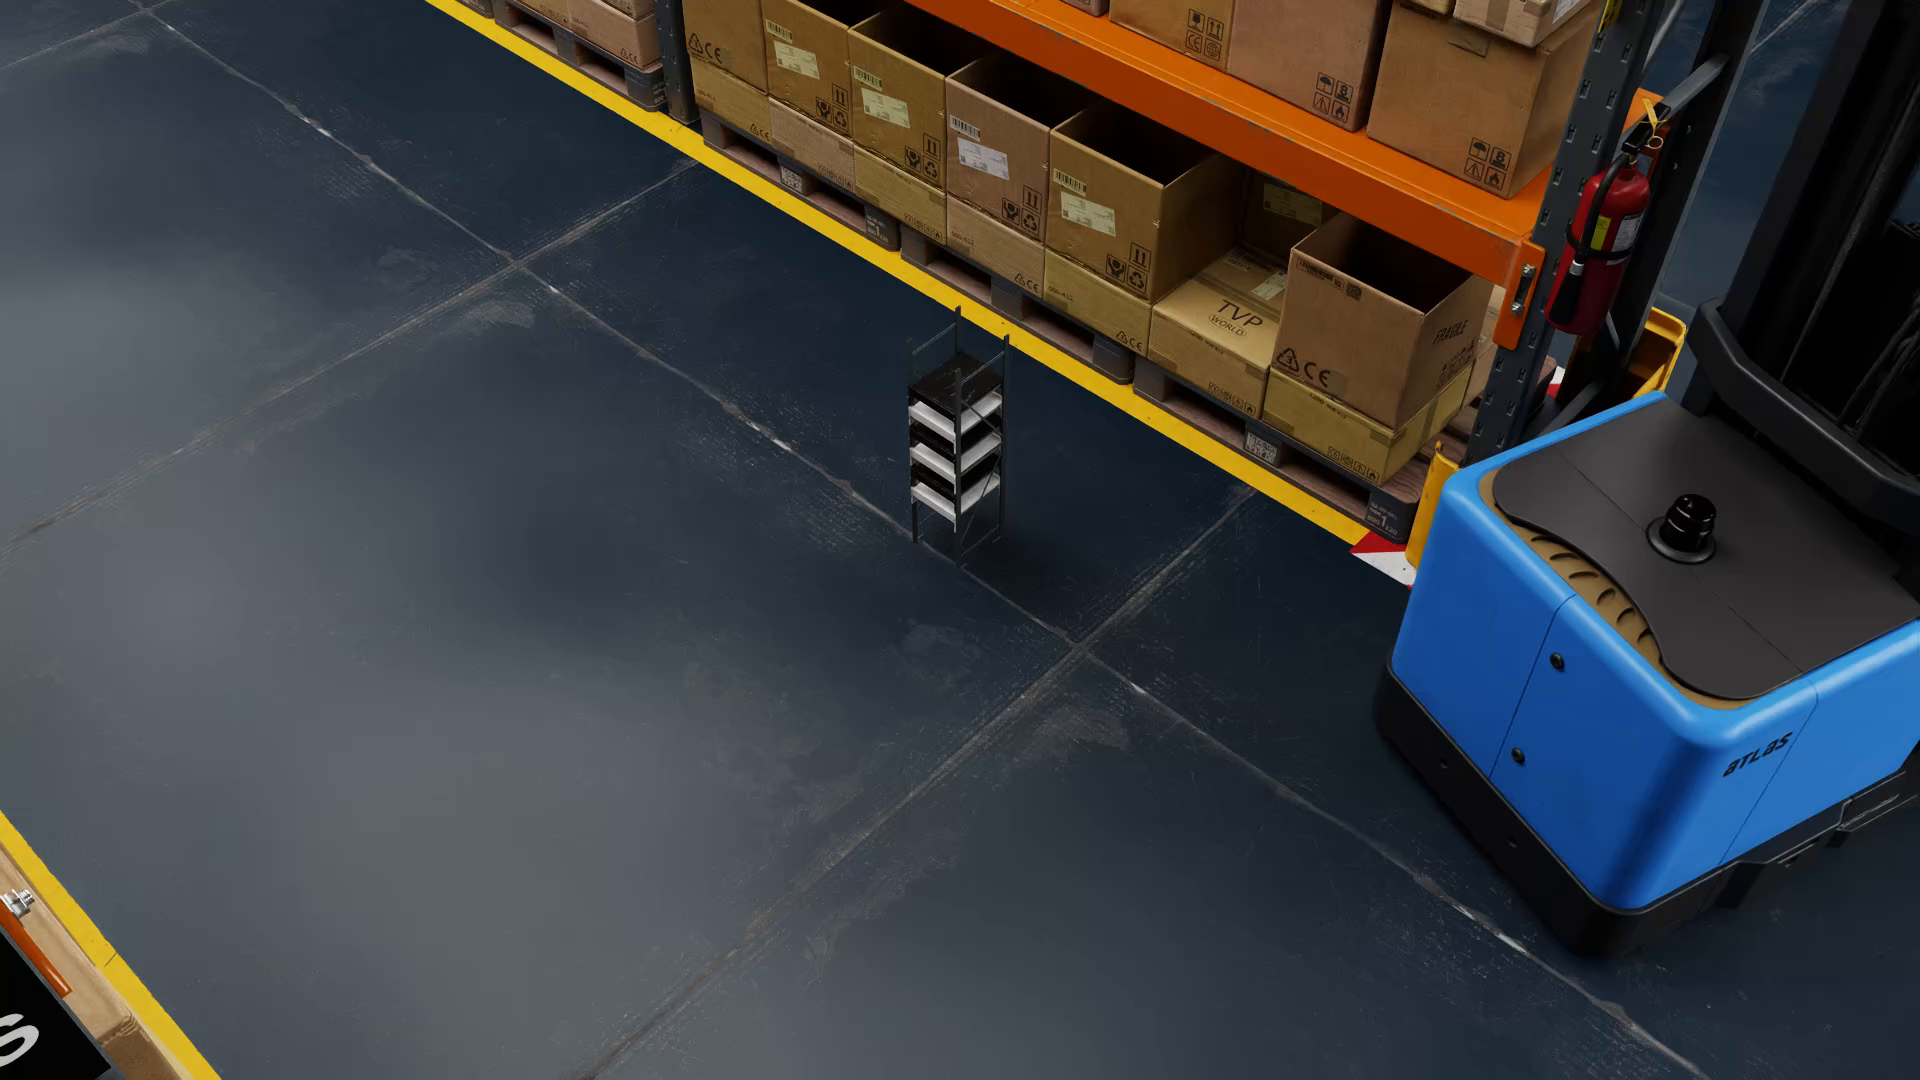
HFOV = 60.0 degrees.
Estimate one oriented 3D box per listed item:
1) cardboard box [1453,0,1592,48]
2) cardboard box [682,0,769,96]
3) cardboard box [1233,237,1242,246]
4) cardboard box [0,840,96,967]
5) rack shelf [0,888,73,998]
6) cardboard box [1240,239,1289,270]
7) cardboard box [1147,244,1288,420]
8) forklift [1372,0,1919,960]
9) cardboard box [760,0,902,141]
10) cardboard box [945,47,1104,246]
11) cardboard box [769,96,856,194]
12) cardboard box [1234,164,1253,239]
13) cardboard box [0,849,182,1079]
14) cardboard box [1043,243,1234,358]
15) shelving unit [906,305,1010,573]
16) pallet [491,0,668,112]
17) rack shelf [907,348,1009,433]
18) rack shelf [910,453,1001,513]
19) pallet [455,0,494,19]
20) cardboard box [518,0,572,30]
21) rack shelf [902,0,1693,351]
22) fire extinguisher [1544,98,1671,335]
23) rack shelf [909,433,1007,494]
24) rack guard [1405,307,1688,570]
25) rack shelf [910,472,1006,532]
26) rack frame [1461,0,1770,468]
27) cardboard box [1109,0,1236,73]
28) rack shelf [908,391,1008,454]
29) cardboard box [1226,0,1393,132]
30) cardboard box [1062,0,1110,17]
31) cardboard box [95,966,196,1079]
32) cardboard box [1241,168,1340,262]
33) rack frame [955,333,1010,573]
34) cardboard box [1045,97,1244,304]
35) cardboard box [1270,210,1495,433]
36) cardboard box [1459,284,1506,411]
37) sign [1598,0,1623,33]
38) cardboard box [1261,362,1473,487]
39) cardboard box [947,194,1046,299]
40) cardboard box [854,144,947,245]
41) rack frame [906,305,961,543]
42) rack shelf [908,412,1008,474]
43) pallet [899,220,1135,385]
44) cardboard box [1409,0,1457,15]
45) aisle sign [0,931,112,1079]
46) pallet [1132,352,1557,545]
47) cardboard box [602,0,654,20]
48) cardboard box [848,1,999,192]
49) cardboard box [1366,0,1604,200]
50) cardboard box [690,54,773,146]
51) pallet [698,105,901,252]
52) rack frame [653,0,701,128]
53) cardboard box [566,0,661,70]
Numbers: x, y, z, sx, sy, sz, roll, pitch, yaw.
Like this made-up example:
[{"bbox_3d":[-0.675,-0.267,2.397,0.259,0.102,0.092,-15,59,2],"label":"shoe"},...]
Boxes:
[{"bbox_3d":[1.593,-1.550,4.634,0.250,0.149,0.380,33,55,27],"label":"cardboard box"},{"bbox_3d":[-0.808,-2.247,6.886,0.500,0.500,0.500,34,55,28],"label":"cardboard box"},{"bbox_3d":[1.023,-1.287,6.499,0.500,0.250,0.500,34,55,28],"label":"cardboard box"},{"bbox_3d":[-1.857,0.589,2.714,0.500,0.500,0.500,34,55,28],"label":"cardboard box"},{"bbox_3d":[-2.824,-0.321,2.430,4.000,0.370,1.077,34,55,28],"label":"rack shelf"},{"bbox_3d":[1.390,-1.039,6.266,0.500,0.250,0.500,34,55,28],"label":"cardboard box"},{"bbox_3d":[1.033,-0.757,6.002,0.500,0.250,0.500,34,55,28],"label":"cardboard box"},{"bbox_3d":[2.824,-0.622,4.323,3.031,2.935,1.130,-21,50,-18],"label":"forklift"},{"bbox_3d":[-0.435,-2.004,6.658,0.500,0.500,0.500,34,55,28],"label":"cardboard box"},{"bbox_3d":[0.296,-1.507,6.191,0.500,0.500,0.500,34,55,28],"label":"cardboard box"},{"bbox_3d":[-0.437,-1.746,6.930,0.500,0.250,0.500,34,55,28],"label":"cardboard box"},{"bbox_3d":[1.015,-1.537,6.219,0.500,0.500,0.500,34,55,28],"label":"cardboard box"},{"bbox_3d":[-1.501,0.839,2.479,0.500,0.500,0.500,34,55,28],"label":"cardboard box"},{"bbox_3d":[0.664,-1.004,6.233,0.500,0.250,0.500,34,55,28],"label":"cardboard box"},{"bbox_3d":[-0.006,-0.312,5.426,0.210,0.900,0.258,34,55,28],"label":"shelving unit"},{"bbox_3d":[-1.504,-2.574,8.022,1.213,0.211,1.003,34,55,28],"label":"pallet"},{"bbox_3d":[-0.006,-0.474,5.253,0.200,0.077,0.258,34,55,28],"label":"rack shelf"},{"bbox_3d":[-0.006,-0.228,5.516,0.200,0.077,0.258,34,55,28],"label":"rack shelf"},{"bbox_3d":[-2.405,-3.177,8.588,1.213,0.211,1.003,34,55,28],"label":"pallet"},{"bbox_3d":[-1.808,-2.688,7.815,0.500,0.250,0.500,33,55,27],"label":"cardboard box"},{"bbox_3d":[0.533,-1.950,6.017,4.000,0.370,1.077,34,55,28],"label":"rack shelf"},{"bbox_3d":[1.775,-0.873,4.566,0.183,0.674,0.296,34,55,28],"label":"fire extinguisher"},{"bbox_3d":[-0.006,-0.289,5.450,0.200,0.077,0.258,34,55,28],"label":"rack shelf"},{"bbox_3d":[2.021,-0.340,5.726,0.348,0.500,1.175,34,55,28],"label":"rack guard"},{"bbox_3d":[-0.006,-0.166,5.581,0.200,0.077,0.258,34,55,28],"label":"rack shelf"},{"bbox_3d":[2.003,-1.207,4.826,0.127,3.000,1.000,34,55,28],"label":"rack frame"},{"bbox_3d":[0.919,-1.985,5.487,0.500,0.500,0.700,34,56,28],"label":"cardboard box"},{"bbox_3d":[-0.006,-0.412,5.319,0.200,0.077,0.258,34,55,28],"label":"rack shelf"},{"bbox_3d":[1.280,-1.736,5.254,0.500,0.500,0.700,35,56,29],"label":"cardboard box"},{"bbox_3d":[0.529,-2.243,5.730,0.500,0.500,0.700,36,56,29],"label":"cardboard box"},{"bbox_3d":[-1.497,1.082,2.766,0.500,0.250,0.500,32,55,27],"label":"cardboard box"},{"bbox_3d":[1.391,-1.297,5.994,0.500,0.500,0.500,34,55,28],"label":"cardboard box"},{"bbox_3d":[0.069,-0.262,5.379,0.006,0.900,0.240,34,55,28],"label":"rack frame"},{"bbox_3d":[0.662,-1.259,5.958,0.500,0.500,0.500,34,55,28],"label":"cardboard box"},{"bbox_3d":[1.407,-0.772,5.501,0.500,0.500,0.500,34,55,28],"label":"cardboard box"},{"bbox_3d":[1.760,-0.794,6.036,0.500,0.250,0.500,34,55,28],"label":"cardboard box"},{"bbox_3d":[1.625,-1.401,4.051,0.005,0.325,0.100,34,55,28],"label":"sign"},{"bbox_3d":[1.409,-0.517,5.776,0.500,0.250,0.500,34,55,28],"label":"cardboard box"},{"bbox_3d":[0.298,-1.252,6.466,0.500,0.250,0.500,34,55,28],"label":"cardboard box"},{"bbox_3d":[-0.073,-1.496,6.695,0.500,0.250,0.500,34,55,28],"label":"cardboard box"},{"bbox_3d":[-0.081,-0.362,5.473,0.006,0.900,0.240,34,55,28],"label":"rack frame"},{"bbox_3d":[-0.006,-0.351,5.384,0.200,0.077,0.258,34,55,28],"label":"rack shelf"},{"bbox_3d":[0.520,-1.212,6.743,1.213,0.211,1.003,34,55,28],"label":"pallet"},{"bbox_3d":[1.400,-1.679,4.755,0.250,0.149,0.380,35,56,28],"label":"cardboard box"},{"bbox_3d":[-1.098,0.433,1.502,0.004,0.787,0.394,34,55,28],"label":"aisle sign"},{"bbox_3d":[1.413,-0.608,6.176,1.213,0.211,1.003,34,55,28],"label":"pallet"},{"bbox_3d":[-1.428,-2.626,7.372,0.500,0.311,0.500,34,55,28],"label":"cardboard box"},{"bbox_3d":[-0.073,-1.753,6.422,0.500,0.500,0.500,34,55,28],"label":"cardboard box"},{"bbox_3d":[1.669,-1.479,5.013,0.500,0.500,0.700,34,55,28],"label":"cardboard box"},{"bbox_3d":[-0.801,-1.996,7.164,0.500,0.250,0.500,34,55,28],"label":"cardboard box"},{"bbox_3d":[-0.380,-1.815,7.309,1.213,0.211,1.003,34,55,28],"label":"pallet"},{"bbox_3d":[-0.936,-3.185,6.683,0.127,3.000,1.000,34,55,28],"label":"rack frame"},{"bbox_3d":[-1.438,-2.437,7.579,0.500,0.250,0.500,33,55,27],"label":"cardboard box"}]
